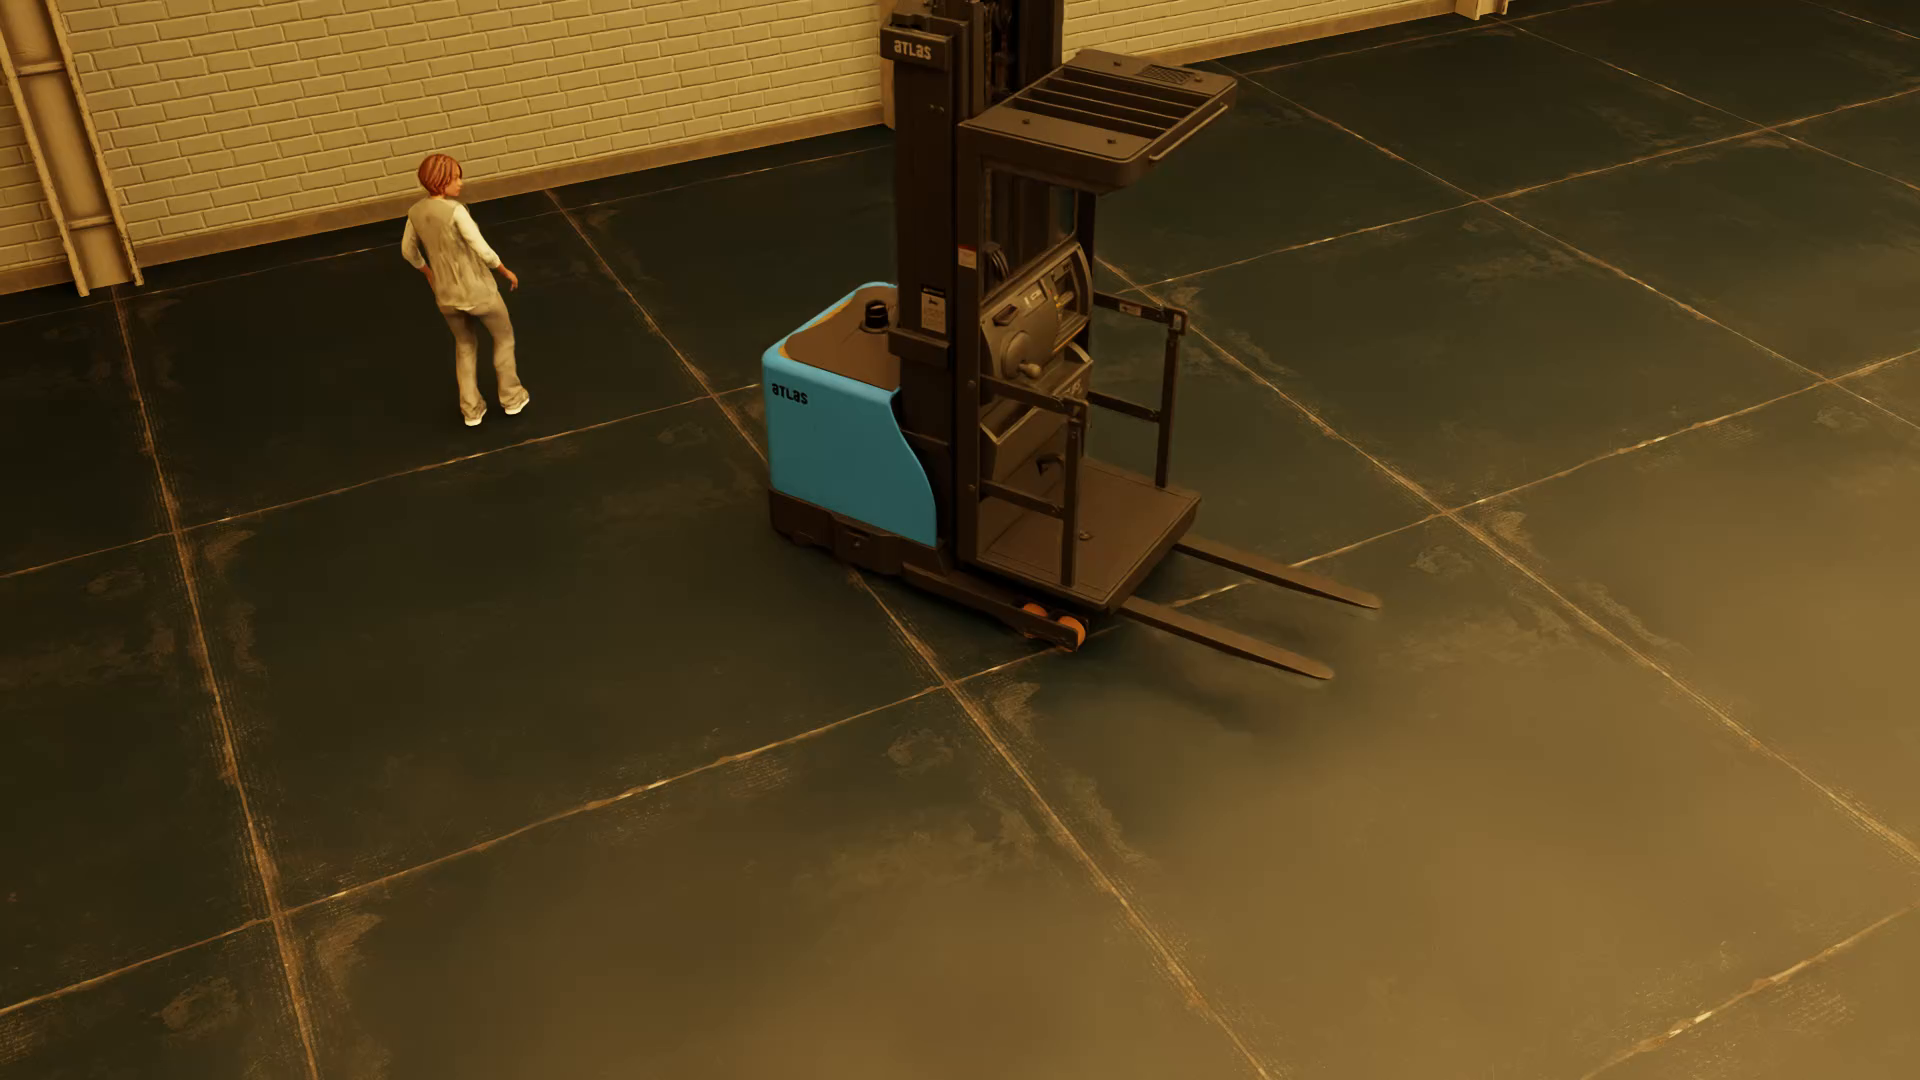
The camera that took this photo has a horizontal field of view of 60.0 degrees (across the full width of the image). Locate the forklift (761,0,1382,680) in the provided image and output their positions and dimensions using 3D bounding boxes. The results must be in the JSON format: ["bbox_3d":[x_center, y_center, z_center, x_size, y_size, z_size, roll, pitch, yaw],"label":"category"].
[{"bbox_3d":[0.534,-1.017,7.562,3.031,2.935,1.130,20,40,25],"label":"forklift"}]

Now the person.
[{"bbox_3d":[-2.764,-1.394,9.282,0.611,1.573,0.446,8,36,11],"label":"person"}]
